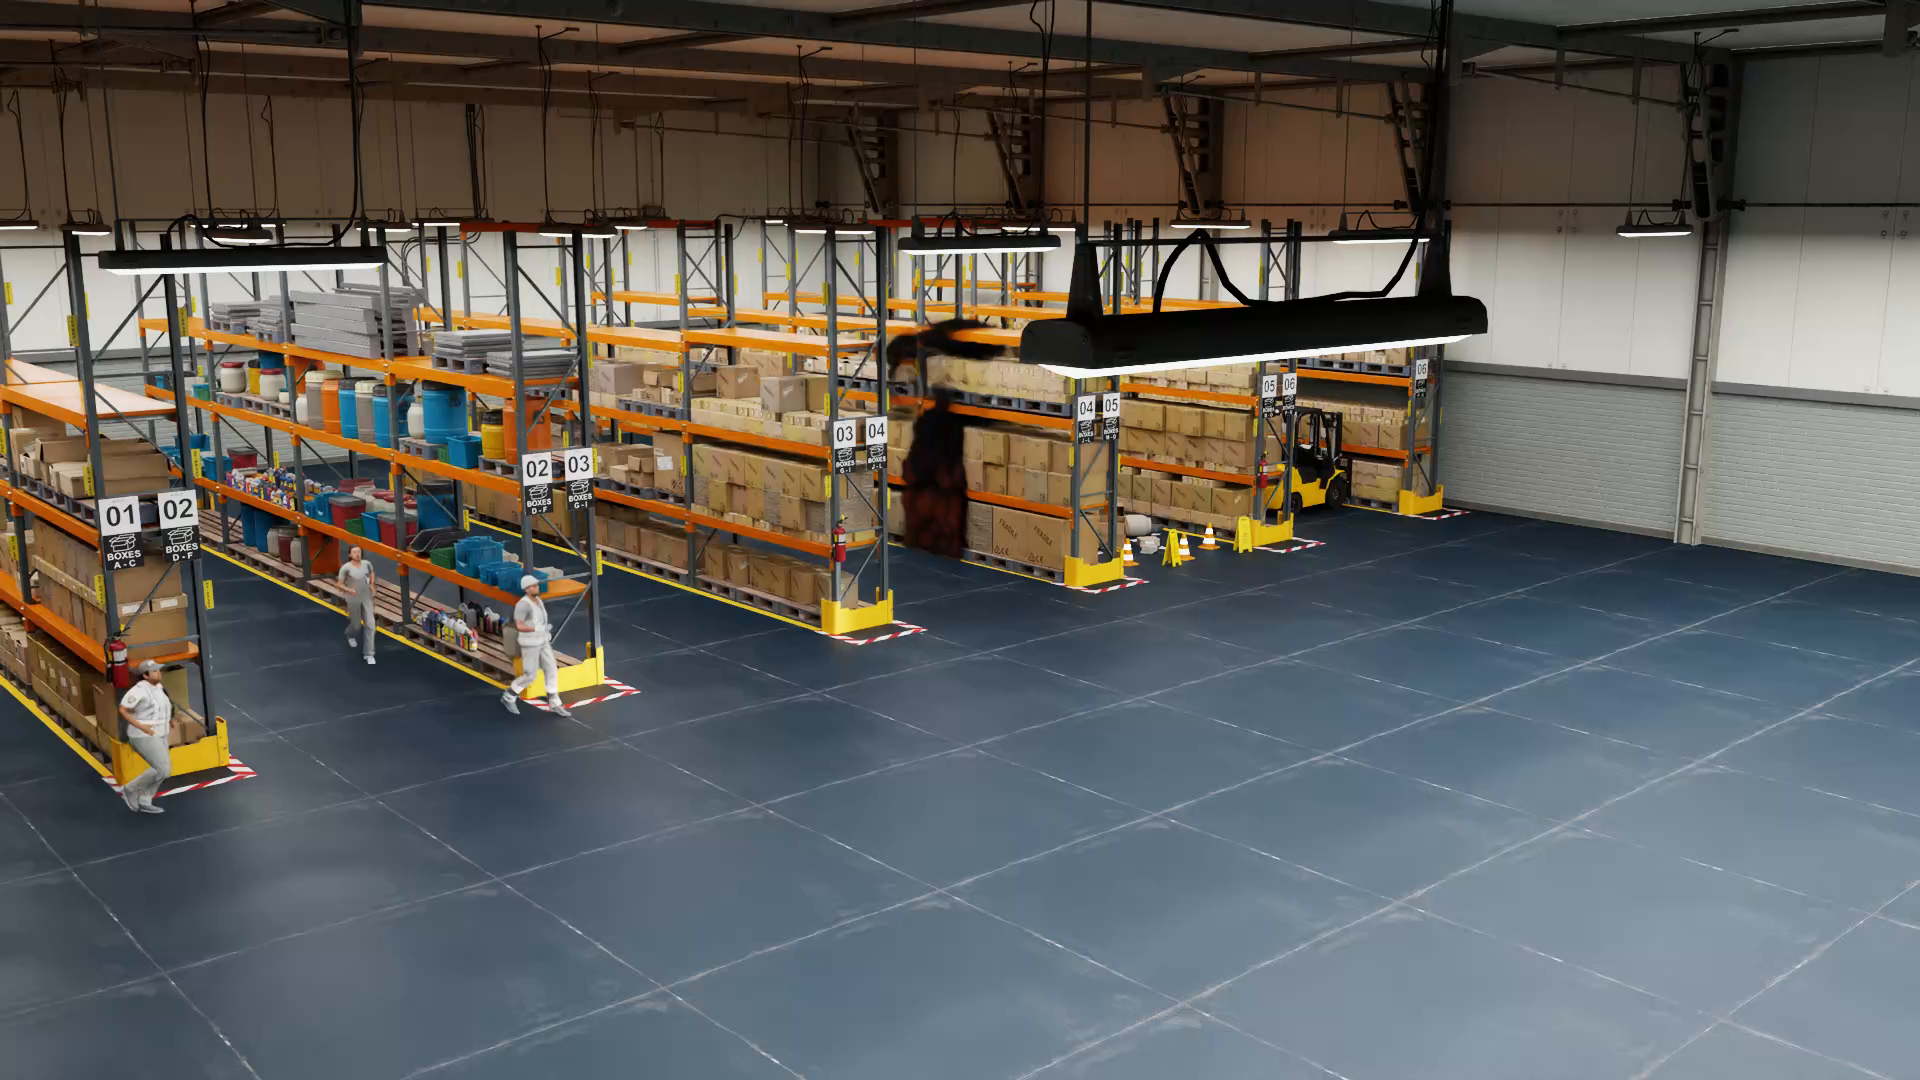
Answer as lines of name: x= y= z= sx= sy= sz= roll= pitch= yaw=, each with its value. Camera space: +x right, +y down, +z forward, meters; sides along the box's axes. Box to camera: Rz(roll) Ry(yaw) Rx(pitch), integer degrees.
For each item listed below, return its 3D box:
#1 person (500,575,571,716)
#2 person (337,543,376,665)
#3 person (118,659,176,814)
person: x=-5.317 y=1.327 z=20.723 sx=0.882 sy=1.808 sz=0.662 roll=3 pitch=12 yaw=13
person: x=-8.466 y=0.864 z=23.416 sx=0.568 sy=1.672 sz=0.916 roll=-9 pitch=14 yaw=-36
person: x=-8.561 y=2.074 z=17.590 sx=0.518 sy=1.637 sz=0.605 roll=0 pitch=11 yaw=-1
